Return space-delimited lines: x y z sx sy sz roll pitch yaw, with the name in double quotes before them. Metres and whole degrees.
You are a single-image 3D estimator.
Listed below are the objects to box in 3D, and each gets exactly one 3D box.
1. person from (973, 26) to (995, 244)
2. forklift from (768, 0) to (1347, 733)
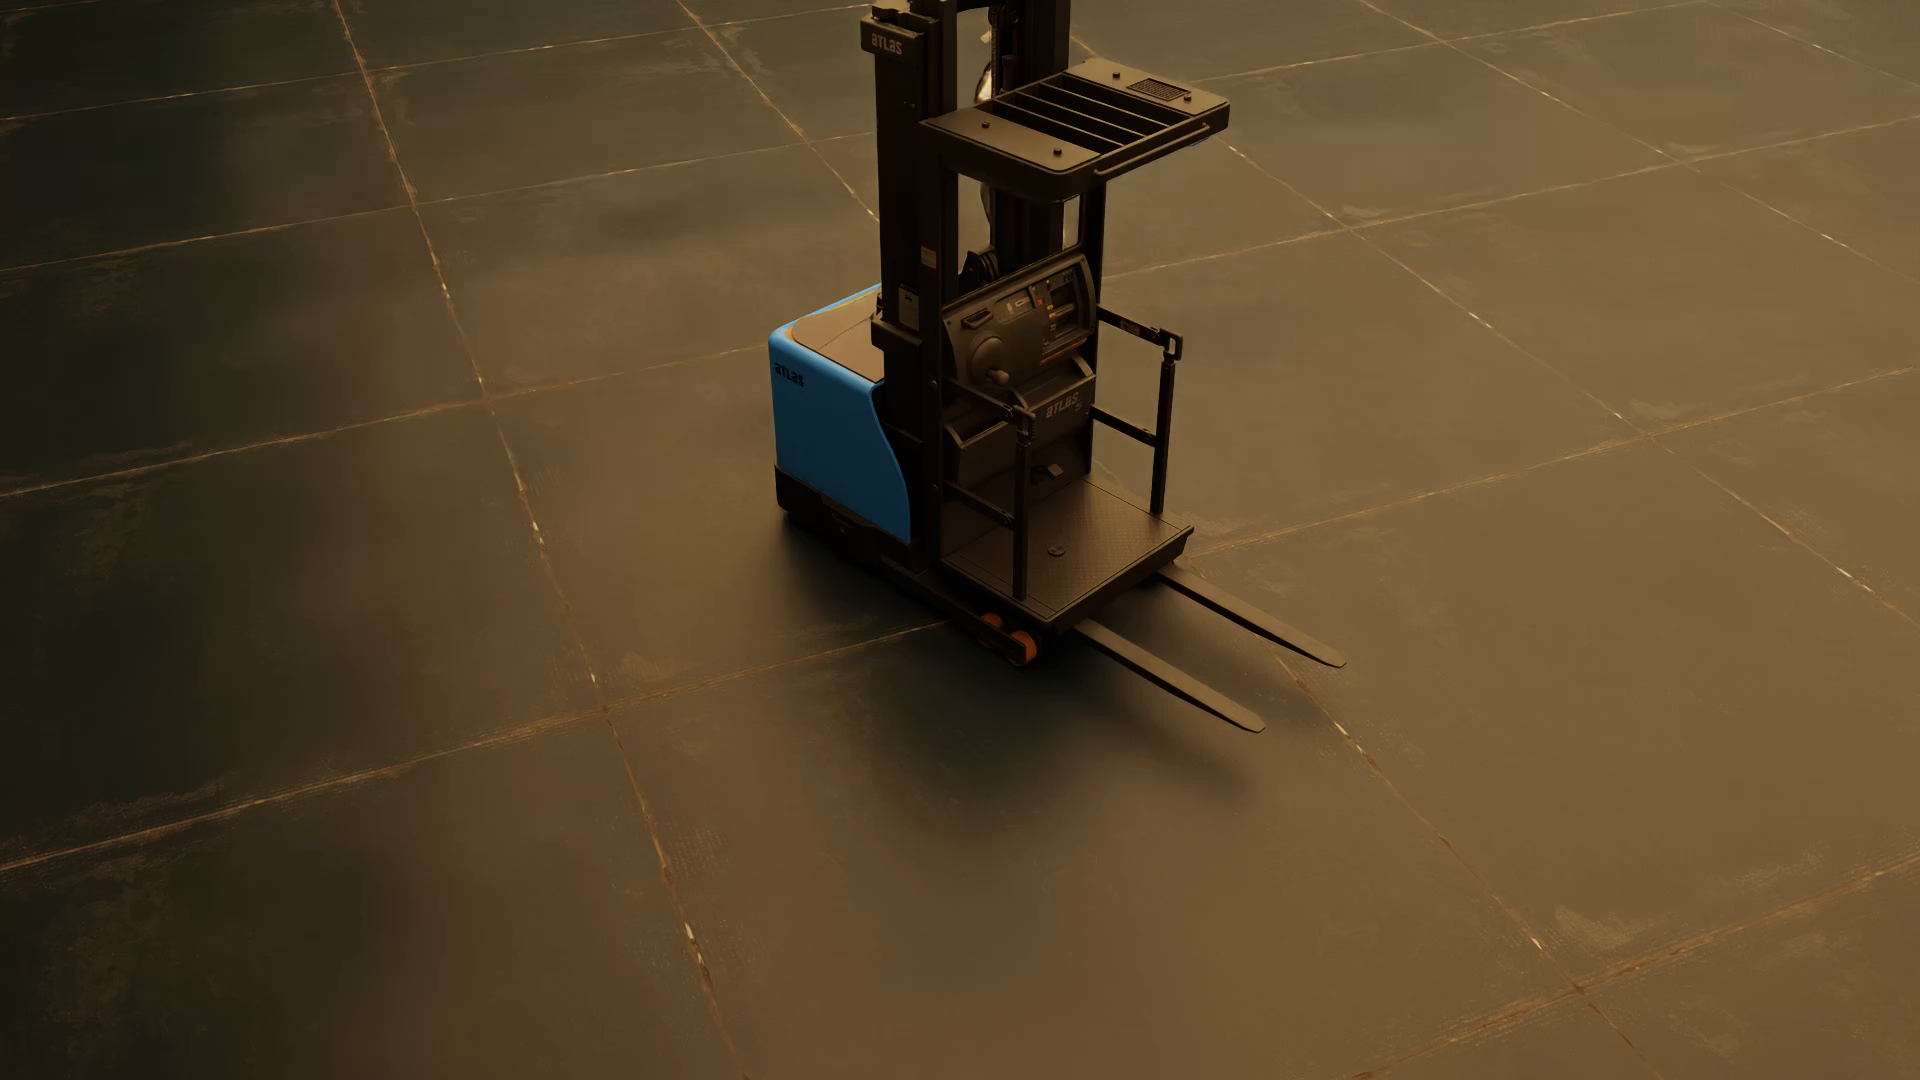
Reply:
"person" 0.280 -2.636 10.959 0.796 1.674 0.490 -24 42 -30
"forklift" 0.432 -0.946 7.429 3.031 2.935 1.130 30 45 35
